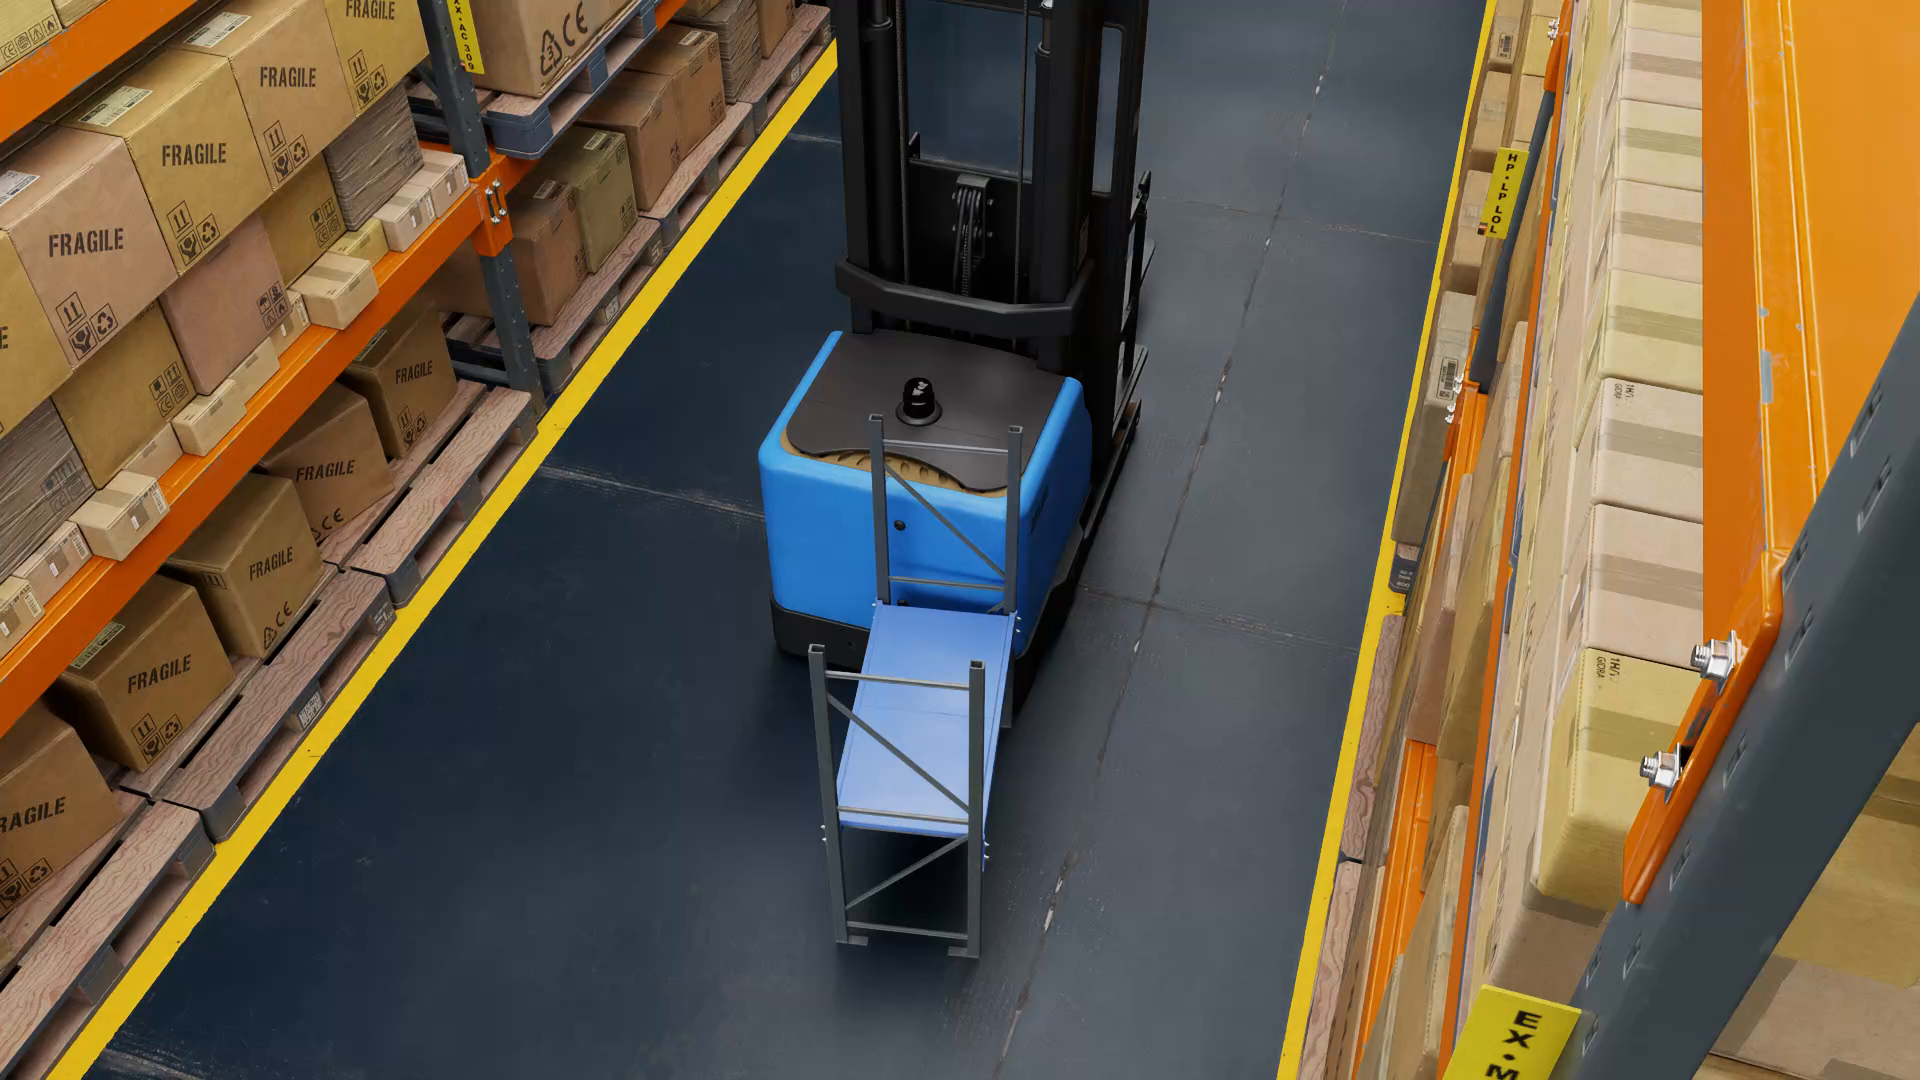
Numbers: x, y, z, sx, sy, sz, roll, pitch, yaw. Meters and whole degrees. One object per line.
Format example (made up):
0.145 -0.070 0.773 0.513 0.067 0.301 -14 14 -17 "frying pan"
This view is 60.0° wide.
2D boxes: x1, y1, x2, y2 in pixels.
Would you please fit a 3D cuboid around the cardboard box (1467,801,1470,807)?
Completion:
1.570 1.014 3.861 0.875 0.550 0.550 13 46 13 "cardboard box"

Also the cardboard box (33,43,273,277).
-2.596 -1.216 5.248 0.500 0.500 0.500 13 46 13 "cardboard box"

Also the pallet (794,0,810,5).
-0.897 -3.921 11.005 1.003 0.211 1.213 13 46 13 "pallet"

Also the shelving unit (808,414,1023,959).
-0.113 0.511 5.555 0.538 1.500 1.048 5 45 5 "shelving unit"

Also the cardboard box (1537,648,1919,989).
0.845 0.293 1.798 0.380 0.149 0.250 13 46 13 "cardboard box"

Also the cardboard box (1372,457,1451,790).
2.020 0.390 5.825 0.875 0.875 0.875 13 46 13 "cardboard box"

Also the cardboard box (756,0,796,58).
-1.392 -3.221 9.768 0.700 0.500 0.500 10 45 10 "cardboard box"

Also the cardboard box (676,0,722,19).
-1.533 -3.131 9.140 0.500 0.250 0.500 17 47 17 "cardboard box"

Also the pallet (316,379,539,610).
-2.589 -0.290 7.294 1.003 0.211 1.213 13 46 13 "pallet"

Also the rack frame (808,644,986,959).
-0.178 0.863 5.195 0.500 1.500 0.032 5 45 5 "rack frame"

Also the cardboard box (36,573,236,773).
-3.069 0.436 6.045 0.500 0.500 0.500 17 47 16 "cardboard box"

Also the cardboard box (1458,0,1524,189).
3.218 -2.249 8.611 1.050 0.750 0.750 12 46 12 "cardboard box"

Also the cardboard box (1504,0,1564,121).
2.638 -2.076 7.055 0.500 0.500 0.500 12 46 12 "cardboard box"

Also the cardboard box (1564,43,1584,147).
1.537 -0.943 3.631 0.380 0.149 0.250 12 46 12 "cardboard box"

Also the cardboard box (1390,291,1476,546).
2.380 -0.403 6.724 1.050 0.750 0.750 12 46 12 "cardboard box"

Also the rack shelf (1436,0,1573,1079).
1.672 -0.106 3.482 1.077 0.370 4.000 13 46 13 "rack shelf"

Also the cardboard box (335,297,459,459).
-2.578 -0.740 7.248 0.500 0.500 0.500 11 45 11 "cardboard box"

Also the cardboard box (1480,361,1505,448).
2.177 -0.429 5.335 0.875 0.550 0.550 13 46 13 "cardboard box"

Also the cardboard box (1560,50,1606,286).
1.406 -0.657 3.054 0.500 0.250 0.500 13 46 13 "cardboard box"

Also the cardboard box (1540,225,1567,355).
1.306 -0.435 3.112 0.380 0.149 0.250 13 46 13 "cardboard box"

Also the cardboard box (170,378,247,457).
-2.672 -0.449 5.643 0.380 0.149 0.250 13 46 13 "cardboard box"

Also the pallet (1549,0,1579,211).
2.020 -1.121 4.069 1.003 0.211 1.213 13 46 13 "pallet"

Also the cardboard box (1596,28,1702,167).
1.306 -0.724 2.837 0.380 0.149 0.250 13 46 13 "cardboard box"

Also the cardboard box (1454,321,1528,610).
1.782 -0.103 4.230 0.875 0.550 0.550 13 46 13 "cardboard box"

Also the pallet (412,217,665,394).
-2.185 -1.264 8.290 1.003 0.211 1.213 13 46 13 "pallet"

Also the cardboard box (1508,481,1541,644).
1.075 0.074 2.592 0.380 0.149 0.250 13 46 13 "cardboard box"

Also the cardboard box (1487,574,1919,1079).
0.948 0.347 2.028 0.500 0.250 0.500 13 46 13 "cardboard box"

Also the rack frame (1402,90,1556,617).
2.277 -0.624 5.642 1.000 3.000 0.127 13 46 13 "rack frame"

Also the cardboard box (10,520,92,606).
-2.945 0.040 5.143 0.380 0.149 0.250 13 46 13 "cardboard box"

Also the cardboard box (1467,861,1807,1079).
0.844 0.581 2.074 0.380 0.149 0.250 12 46 12 "cardboard box"

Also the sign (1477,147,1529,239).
1.757 -1.118 5.375 0.100 0.325 0.005 13 46 13 "sign"

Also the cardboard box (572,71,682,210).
-1.881 -2.097 8.620 0.700 0.500 0.500 9 45 9 "cardboard box"

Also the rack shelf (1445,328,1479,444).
2.883 -1.700 7.256 1.077 0.370 4.000 13 46 13 "rack shelf"

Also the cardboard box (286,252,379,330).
-2.391 -0.937 6.142 0.380 0.149 0.250 13 46 13 "cardboard box"

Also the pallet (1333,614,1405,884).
1.972 0.863 6.116 1.003 0.211 1.213 13 46 13 "pallet"

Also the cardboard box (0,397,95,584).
-3.208 -0.261 4.987 0.875 0.500 0.500 13 46 13 "cardboard box"

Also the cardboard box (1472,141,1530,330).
2.181 -1.064 6.020 0.500 0.500 0.500 12 46 12 "cardboard box"

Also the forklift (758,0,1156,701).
0.194 -1.467 6.552 1.130 2.935 3.031 13 46 13 "forklift"

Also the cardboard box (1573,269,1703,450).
1.076 -0.217 2.319 0.380 0.149 0.250 13 46 13 "cardboard box"

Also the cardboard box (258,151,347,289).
-2.799 -1.271 6.019 0.875 0.500 0.500 13 46 13 "cardboard box"

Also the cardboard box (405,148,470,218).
-2.204 -1.446 6.662 0.380 0.149 0.250 13 46 13 "cardboard box"
